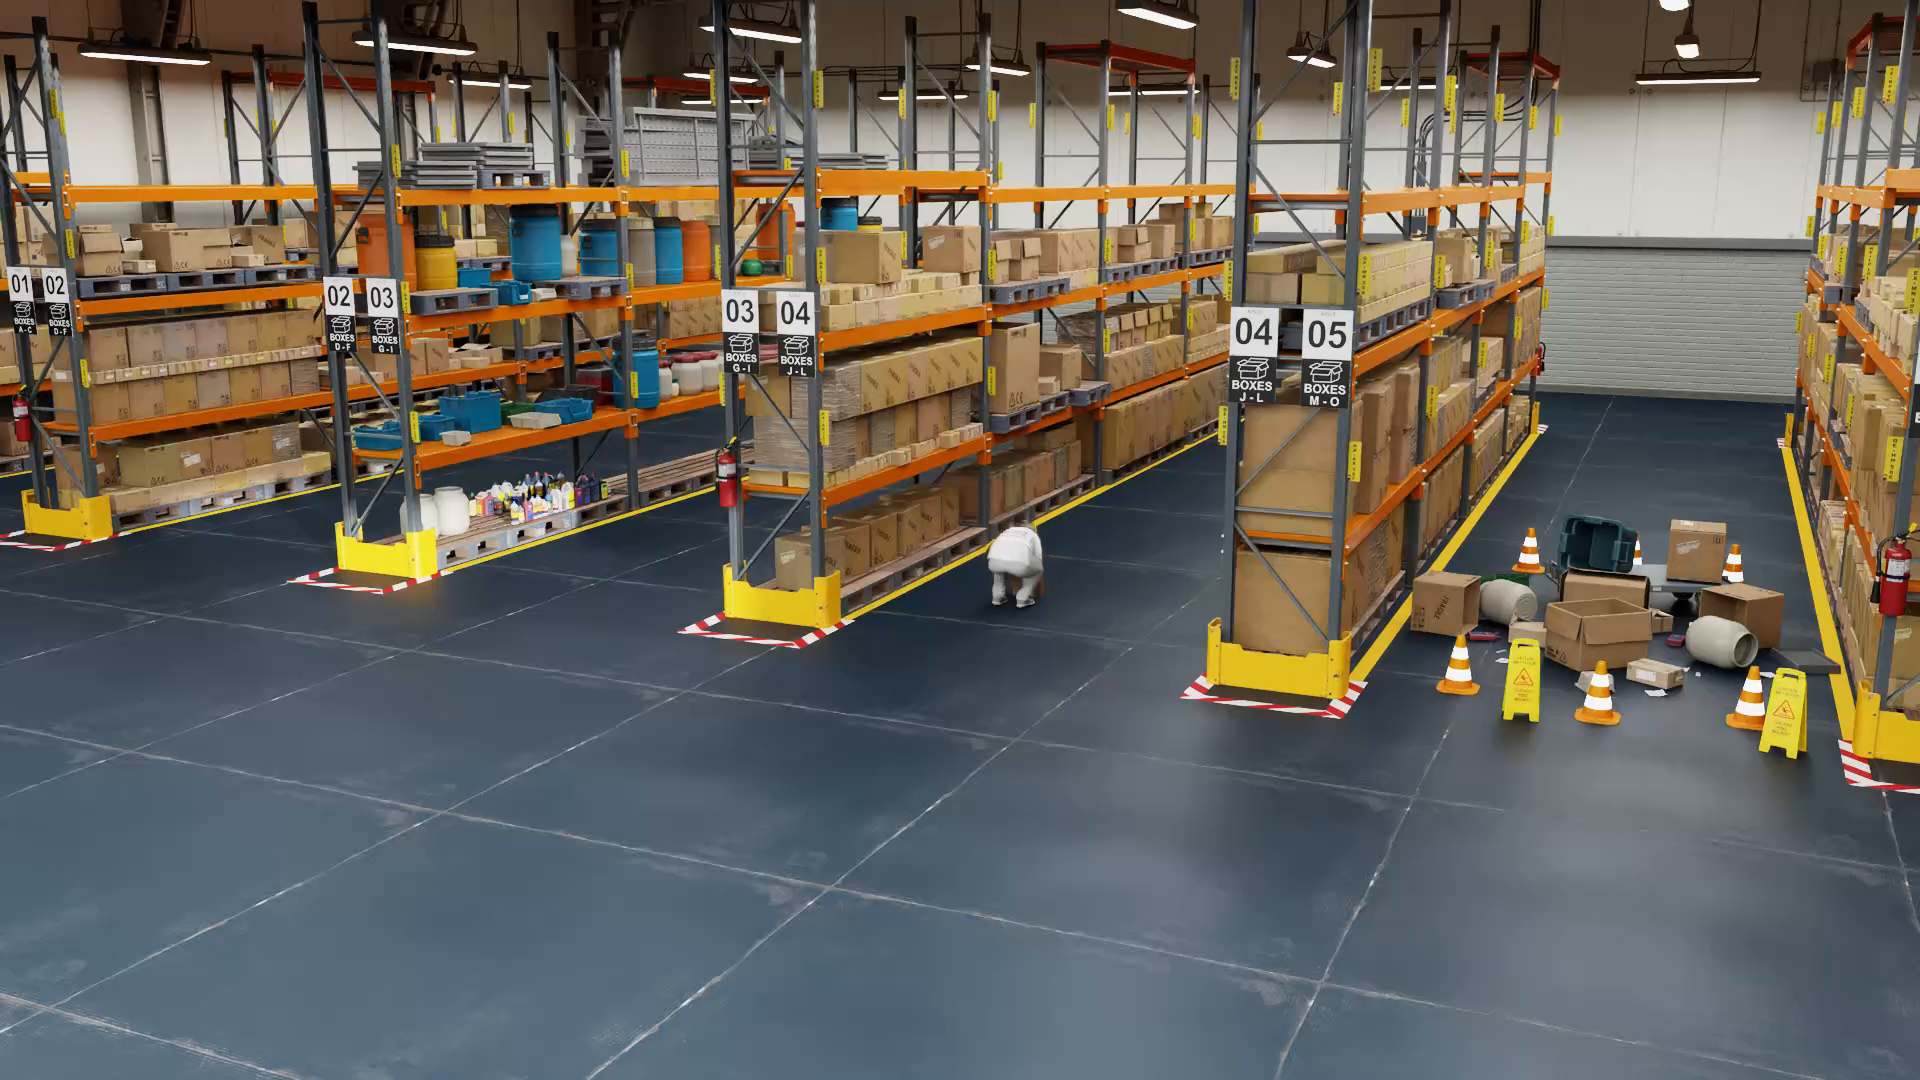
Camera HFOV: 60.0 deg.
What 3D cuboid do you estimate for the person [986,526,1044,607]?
[{"bbox_3d":[0.589,0.272,16.933,0.507,0.750,0.932,5,13,22],"label":"person"}]
